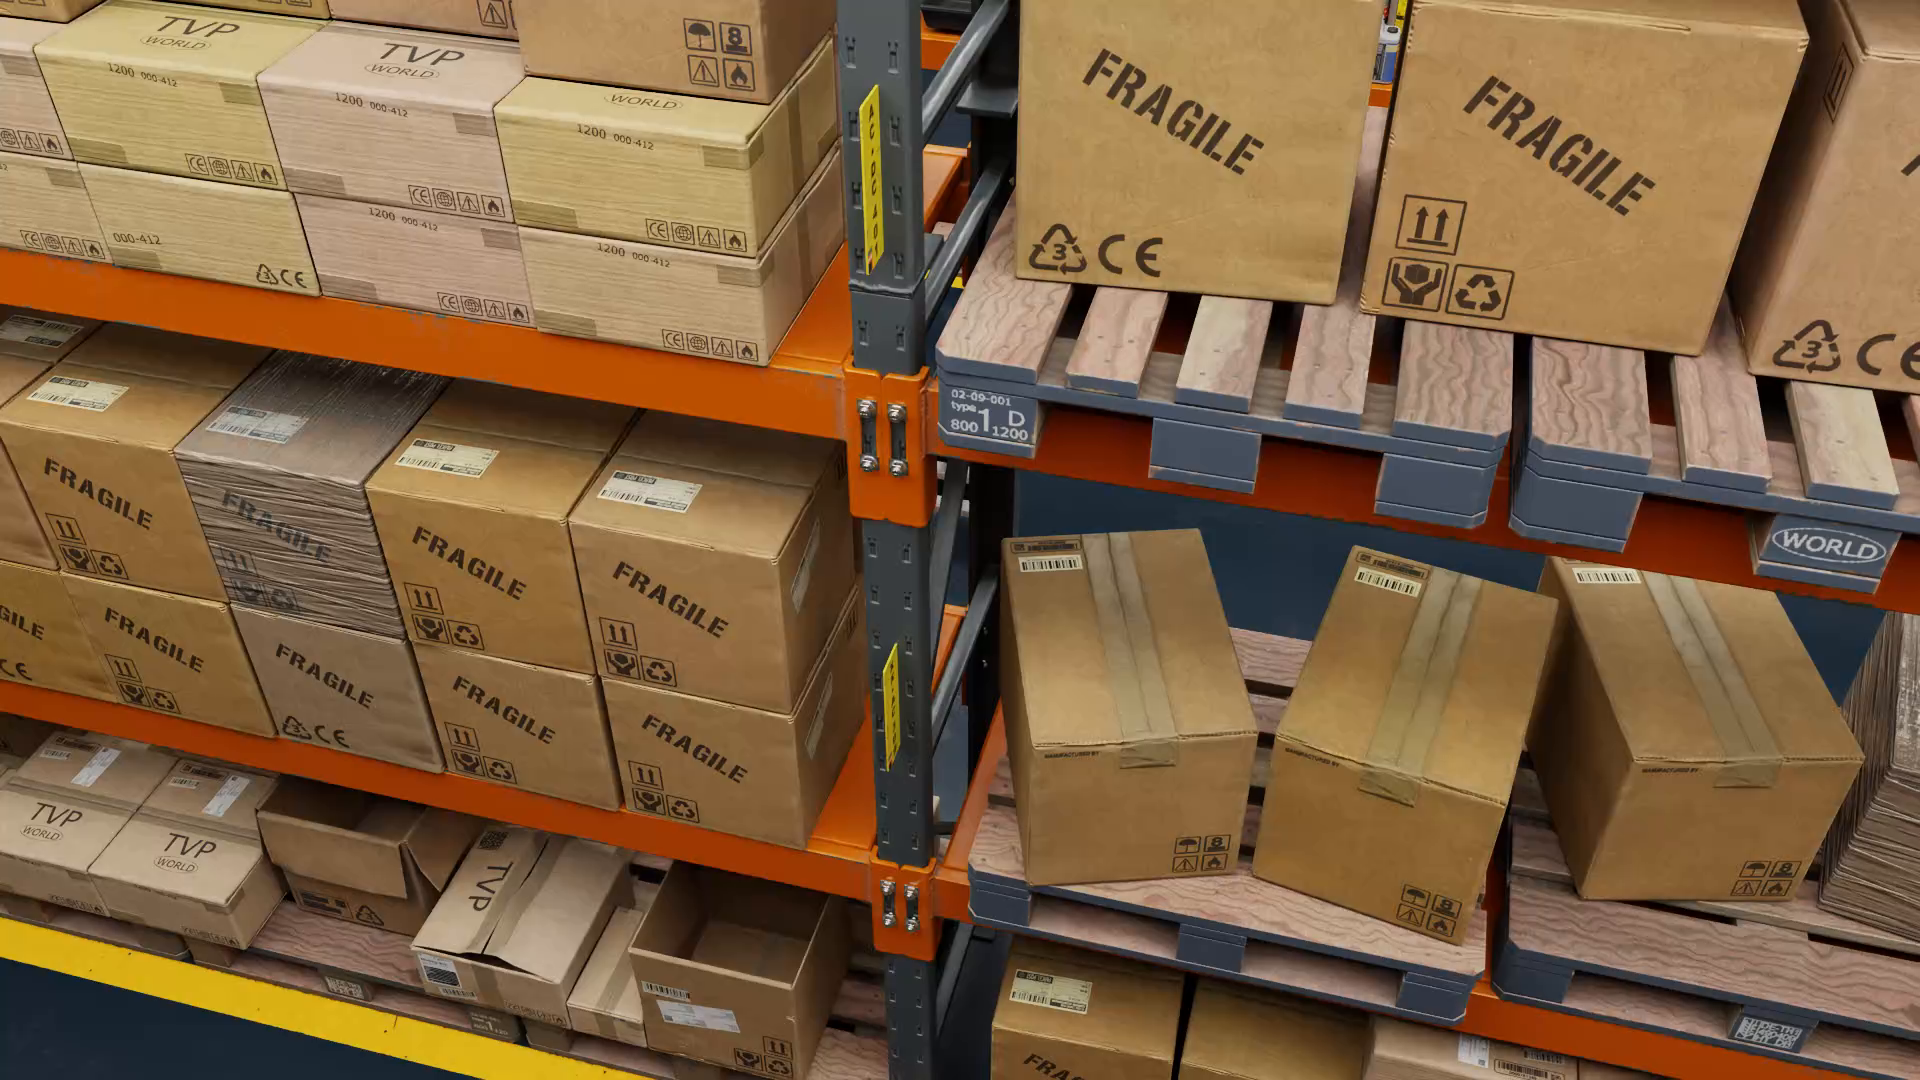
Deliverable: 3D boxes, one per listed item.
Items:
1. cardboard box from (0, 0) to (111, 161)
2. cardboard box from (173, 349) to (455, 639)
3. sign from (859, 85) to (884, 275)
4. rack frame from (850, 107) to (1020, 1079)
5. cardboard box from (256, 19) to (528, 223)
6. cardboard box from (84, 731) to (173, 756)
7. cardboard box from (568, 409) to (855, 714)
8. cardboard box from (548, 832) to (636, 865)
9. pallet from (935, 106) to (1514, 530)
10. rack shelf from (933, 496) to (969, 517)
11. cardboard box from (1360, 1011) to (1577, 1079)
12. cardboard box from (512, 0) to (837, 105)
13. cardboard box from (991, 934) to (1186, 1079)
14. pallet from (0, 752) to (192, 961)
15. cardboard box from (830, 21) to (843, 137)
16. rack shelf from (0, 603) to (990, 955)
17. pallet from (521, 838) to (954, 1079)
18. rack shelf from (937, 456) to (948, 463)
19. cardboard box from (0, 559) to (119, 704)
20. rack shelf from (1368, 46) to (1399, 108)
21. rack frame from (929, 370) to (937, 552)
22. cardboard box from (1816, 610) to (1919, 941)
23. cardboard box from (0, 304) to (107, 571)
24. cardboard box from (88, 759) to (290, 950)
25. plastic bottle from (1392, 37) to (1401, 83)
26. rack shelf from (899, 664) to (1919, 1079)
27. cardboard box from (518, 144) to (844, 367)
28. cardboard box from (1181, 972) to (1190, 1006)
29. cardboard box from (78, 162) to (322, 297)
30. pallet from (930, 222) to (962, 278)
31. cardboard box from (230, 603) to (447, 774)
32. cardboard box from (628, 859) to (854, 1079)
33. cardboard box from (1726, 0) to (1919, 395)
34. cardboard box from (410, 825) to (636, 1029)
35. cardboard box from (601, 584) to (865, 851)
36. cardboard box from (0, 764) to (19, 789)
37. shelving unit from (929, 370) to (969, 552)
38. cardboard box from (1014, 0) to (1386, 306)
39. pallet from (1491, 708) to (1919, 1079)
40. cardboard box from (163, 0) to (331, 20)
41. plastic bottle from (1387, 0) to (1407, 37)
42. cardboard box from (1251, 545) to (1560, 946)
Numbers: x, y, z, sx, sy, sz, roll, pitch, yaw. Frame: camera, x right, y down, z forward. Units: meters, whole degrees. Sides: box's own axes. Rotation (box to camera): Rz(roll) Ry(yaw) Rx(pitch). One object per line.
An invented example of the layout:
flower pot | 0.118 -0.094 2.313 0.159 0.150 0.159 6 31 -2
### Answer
cardboard box | -2.008 -1.072 3.590 0.500 0.250 0.500 10 41 11
cardboard box | -1.559 -0.136 4.224 0.500 0.500 0.500 10 41 12
sign | -0.154 -0.632 2.936 0.005 0.325 0.100 10 41 11
rack frame | -0.021 0.376 4.470 0.127 3.000 1.000 10 41 11
cardboard box | -1.043 -0.904 3.390 0.500 0.250 0.500 10 41 11
cardboard box | -2.928 0.688 5.959 0.250 0.166 0.380 10 41 11
cardboard box | -0.577 0.032 4.025 0.500 0.500 0.500 10 41 12
cardboard box | -1.209 0.951 5.647 0.250 0.166 0.380 10 41 11
pallet | 0.591 -0.549 3.385 1.003 0.211 1.213 10 41 11
rack shelf | -0.008 -0.183 7.099 0.200 0.077 0.258 10 41 11
cardboard box | 1.349 1.276 4.417 0.500 0.250 0.500 10 41 12
cardboard box | -0.501 -1.251 3.220 0.500 0.500 0.700 10 41 11
cardboard box | 0.383 1.396 4.856 0.500 0.500 0.500 8 41 9
pallet | -3.041 0.923 5.987 1.213 0.211 1.003 10 41 11
cardboard box | -0.427 -1.142 3.673 0.500 0.250 0.500 10 41 11
rack shelf | -1.953 0.319 5.097 4.000 0.370 1.077 10 41 11
pallet | -0.684 1.329 5.504 1.213 0.211 1.003 10 41 11
rack shelf | -0.008 -0.389 6.926 0.200 0.077 0.258 10 41 11
cardboard box | -2.541 0.078 4.747 0.500 0.500 0.500 10 41 11
rack shelf | 3.195 -2.093 7.969 4.000 0.370 1.077 10 41 11
rack frame | -0.106 -0.363 6.982 0.006 0.900 0.240 10 41 11
cardboard box | 2.371 0.536 3.875 0.500 0.500 0.700 17 43 20
cardboard box | -2.536 -0.304 4.425 0.500 0.500 0.500 10 41 12
cardboard box | -2.467 1.028 5.489 0.500 0.250 0.500 10 41 11
plastic bottle | 2.070 -2.241 7.686 0.097 0.271 0.097 0 40 0
rack shelf | 1.911 0.984 4.306 4.000 0.370 1.077 10 41 11
cardboard box | -0.560 -0.631 3.453 0.500 0.250 0.500 10 41 11
cardboard box | 0.530 1.069 5.247 0.500 0.500 0.500 10 41 11
cardboard box | -1.525 -0.798 3.653 0.500 0.250 0.500 10 41 11
pallet | 0.543 -1.731 9.147 1.213 0.211 1.003 10 41 11
cardboard box | -1.566 0.245 4.548 0.500 0.500 0.500 11 41 12
cardboard box | -0.645 1.246 5.035 0.500 0.500 0.500 10 41 11
cardboard box | 1.736 -0.661 2.890 0.600 0.600 0.600 8 41 10
cardboard box | -1.369 1.194 5.245 0.500 0.311 0.500 10 41 11
cardboard box | -0.570 0.414 4.347 0.500 0.500 0.500 10 41 12
cardboard box | -3.328 0.952 5.645 0.250 0.166 0.380 10 41 11
shelving unit | -0.008 -0.346 6.962 0.210 0.900 0.258 10 41 11
cardboard box | 0.446 -0.881 3.152 0.600 0.600 0.600 6 40 7
pallet | 1.963 0.794 4.122 1.213 0.211 1.003 10 41 11
cardboard box | -1.432 -1.502 3.518 0.500 0.500 0.700 10 41 11
plastic bottle | 2.198 -2.643 8.103 0.185 0.351 0.144 10 41 11
cardboard box | 1.059 0.469 3.954 0.500 0.500 0.700 16 43 18
